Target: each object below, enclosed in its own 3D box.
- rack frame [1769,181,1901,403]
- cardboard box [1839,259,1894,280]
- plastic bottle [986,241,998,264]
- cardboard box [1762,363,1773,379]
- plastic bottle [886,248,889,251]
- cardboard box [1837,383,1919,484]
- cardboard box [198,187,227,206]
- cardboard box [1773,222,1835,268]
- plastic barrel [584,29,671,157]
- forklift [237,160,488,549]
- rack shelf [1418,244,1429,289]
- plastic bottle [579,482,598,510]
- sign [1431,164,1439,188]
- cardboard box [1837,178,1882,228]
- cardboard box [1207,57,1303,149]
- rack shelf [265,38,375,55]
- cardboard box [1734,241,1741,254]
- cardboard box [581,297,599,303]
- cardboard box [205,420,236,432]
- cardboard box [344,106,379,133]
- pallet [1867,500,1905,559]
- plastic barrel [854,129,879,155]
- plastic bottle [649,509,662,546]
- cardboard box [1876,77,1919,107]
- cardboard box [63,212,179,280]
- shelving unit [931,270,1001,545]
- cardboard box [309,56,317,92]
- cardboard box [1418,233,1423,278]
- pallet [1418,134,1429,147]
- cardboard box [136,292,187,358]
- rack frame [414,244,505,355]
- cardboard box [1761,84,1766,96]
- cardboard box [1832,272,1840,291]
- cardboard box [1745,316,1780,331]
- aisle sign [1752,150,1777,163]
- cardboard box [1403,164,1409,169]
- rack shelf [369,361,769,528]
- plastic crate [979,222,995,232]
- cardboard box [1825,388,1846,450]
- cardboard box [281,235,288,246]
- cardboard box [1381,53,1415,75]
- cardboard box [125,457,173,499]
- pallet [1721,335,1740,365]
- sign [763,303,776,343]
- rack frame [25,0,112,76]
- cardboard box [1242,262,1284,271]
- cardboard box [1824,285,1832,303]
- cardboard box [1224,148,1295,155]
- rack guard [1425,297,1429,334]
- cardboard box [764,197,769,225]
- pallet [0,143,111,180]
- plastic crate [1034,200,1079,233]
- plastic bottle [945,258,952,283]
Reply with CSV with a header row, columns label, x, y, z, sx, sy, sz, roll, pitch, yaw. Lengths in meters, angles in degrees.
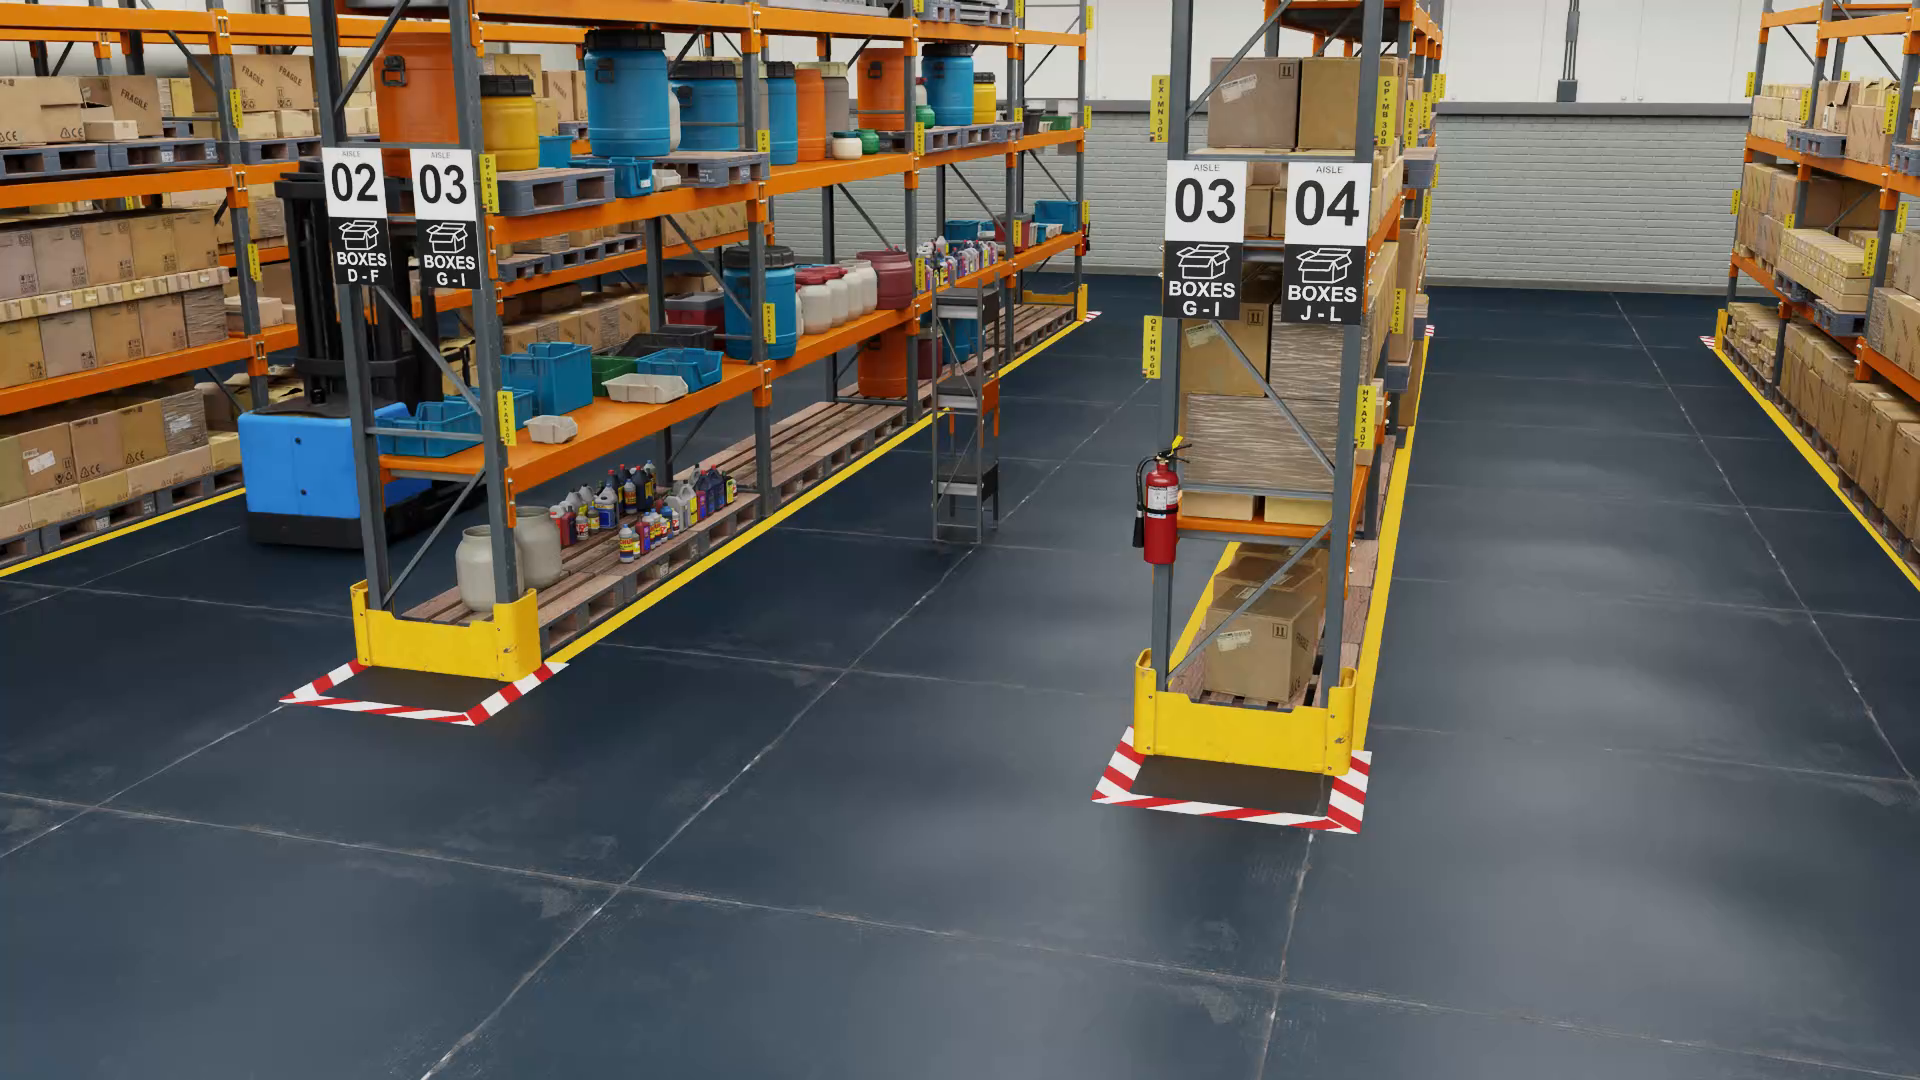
label,x,y,z,sx,sy,sz,roll,pitch,yaw
rack frame,9.670,-2.977,18.327,1.000,3.000,0.127,5,16,16
cardboard box,8.233,-2.461,15.110,0.380,0.149,0.250,4,16,14
plastic bottle,0.393,-3.584,20.695,0.152,0.276,0.135,5,16,16
cardboard box,9.455,-1.936,19.113,0.380,0.149,0.250,5,17,17
plastic bottle,-0.826,-3.178,19.127,0.144,0.351,0.185,5,16,16
cardboard box,8.274,-0.897,14.350,1.050,0.750,0.750,4,16,15
cardboard box,-9.774,-4.426,21.296,0.500,0.250,0.500,5,17,16
cardboard box,9.537,-3.316,18.796,0.500,0.500,0.500,5,16,16
plastic barrel,-2.464,-3.313,12.327,0.600,0.901,0.708,5,16,16
forklift,-4.752,-1.700,13.952,1.130,2.935,3.031,4,16,13
rack shelf,5.512,-3.565,21.719,1.077,0.370,4.000,5,16,16
plastic bottle,-2.881,-0.276,12.855,0.144,0.351,0.185,4,16,15
sign,6.596,-5.059,23.114,0.100,0.325,0.005,5,16,16
cardboard box,10.032,-3.748,18.486,0.500,0.500,0.500,5,17,17
cardboard box,1.731,-2.548,9.674,0.500,0.500,0.500,5,16,16
rack shelf,-8.736,-7.411,25.017,1.077,0.370,4.000,5,16,16
cardboard box,10.400,-3.843,21.841,0.380,0.149,0.250,4,16,15
cardboard box,-5.065,-2.918,21.894,0.500,0.500,0.500,5,17,17
cardboard box,-6.987,-1.074,15.888,0.500,0.250,0.500,4,16,15
cardboard box,-6.070,-4.273,16.905,0.500,0.250,0.500,4,16,15
pallet,7.888,-0.070,13.189,1.003,0.211,1.213,5,16,16
plastic barrel,-0.963,-4.025,16.811,0.294,0.245,0.294,0,16,0
plastic bottle,-2.276,-0.097,12.369,0.097,0.271,0.097,0,16,0
cardboard box,8.531,-4.051,15.031,0.396,0.266,0.258,5,16,16
cardboard box,-7.089,-2.487,14.040,0.700,0.500,0.500,5,16,16
shelving unit,0.047,-1.053,13.196,0.431,2.100,0.503,5,16,16
cardboard box,-9.329,-6.723,23.985,0.500,0.500,0.500,4,16,15
cardboard box,5.072,-3.292,19.256,0.500,0.500,0.500,5,16,16
pallet,3.939,-3.866,16.311,1.213,0.211,1.003,5,17,18
cardboard box,-7.091,-1.857,14.196,0.700,0.500,0.500,4,16,15
rack frame,-5.690,-3.110,18.798,1.000,3.000,0.127,5,16,16
cardboard box,10.260,-5.629,20.808,0.380,0.149,0.250,5,16,16
cardboard box,8.311,-2.389,15.400,0.380,0.149,0.250,5,17,18
cardboard box,9.977,-2.683,20.657,0.380,0.149,0.250,5,17,17
aisle sign,10.540,-5.316,21.811,0.394,0.787,0.004,5,16,16
cardboard box,3.633,-3.307,14.268,0.500,0.250,0.500,5,17,17
rack shelf,-2.647,-0.809,12.004,1.077,0.370,4.000,5,16,16
plastic crate,0.486,-4.304,23.205,0.416,0.233,0.300,5,16,16
cardboard box,8.470,-1.122,15.599,0.500,0.500,0.500,5,16,16
cardboard box,-9.313,-4.113,22.755,0.380,0.149,0.250,5,16,16
cardboard box,5.217,-5.735,20.045,0.500,0.250,0.500,4,16,12
cardboard box,-7.029,-0.543,14.015,0.500,0.250,0.500,5,16,16
pallet,10.520,-2.452,21.587,1.003,0.211,1.213,5,16,16
sign,-1.555,-1.766,13.553,0.100,0.325,0.005,5,16,16
rack frame,-10.441,-6.380,19.330,1.000,3.000,0.127,5,16,16
cardboard box,1.884,-1.475,10.474,0.500,0.500,0.500,5,16,16
cardboard box,8.378,-2.308,15.661,0.380,0.149,0.250,5,17,17
cardboard box,1.710,-2.169,9.528,0.380,0.149,0.250,5,17,17
rack guard,6.087,-3.238,23.829,1.175,0.500,0.348,5,16,16
cardboard box,-3.283,-5.113,25.676,0.500,0.500,0.500,5,17,18
pallet,-7.393,-2.921,12.796,1.003,0.211,1.213,5,16,16
plastic crate,1.415,-4.762,24.447,0.616,0.435,0.499,5,16,16
plastic bottle,-0.137,-3.056,18.820,0.061,0.283,0.133,5,16,16
